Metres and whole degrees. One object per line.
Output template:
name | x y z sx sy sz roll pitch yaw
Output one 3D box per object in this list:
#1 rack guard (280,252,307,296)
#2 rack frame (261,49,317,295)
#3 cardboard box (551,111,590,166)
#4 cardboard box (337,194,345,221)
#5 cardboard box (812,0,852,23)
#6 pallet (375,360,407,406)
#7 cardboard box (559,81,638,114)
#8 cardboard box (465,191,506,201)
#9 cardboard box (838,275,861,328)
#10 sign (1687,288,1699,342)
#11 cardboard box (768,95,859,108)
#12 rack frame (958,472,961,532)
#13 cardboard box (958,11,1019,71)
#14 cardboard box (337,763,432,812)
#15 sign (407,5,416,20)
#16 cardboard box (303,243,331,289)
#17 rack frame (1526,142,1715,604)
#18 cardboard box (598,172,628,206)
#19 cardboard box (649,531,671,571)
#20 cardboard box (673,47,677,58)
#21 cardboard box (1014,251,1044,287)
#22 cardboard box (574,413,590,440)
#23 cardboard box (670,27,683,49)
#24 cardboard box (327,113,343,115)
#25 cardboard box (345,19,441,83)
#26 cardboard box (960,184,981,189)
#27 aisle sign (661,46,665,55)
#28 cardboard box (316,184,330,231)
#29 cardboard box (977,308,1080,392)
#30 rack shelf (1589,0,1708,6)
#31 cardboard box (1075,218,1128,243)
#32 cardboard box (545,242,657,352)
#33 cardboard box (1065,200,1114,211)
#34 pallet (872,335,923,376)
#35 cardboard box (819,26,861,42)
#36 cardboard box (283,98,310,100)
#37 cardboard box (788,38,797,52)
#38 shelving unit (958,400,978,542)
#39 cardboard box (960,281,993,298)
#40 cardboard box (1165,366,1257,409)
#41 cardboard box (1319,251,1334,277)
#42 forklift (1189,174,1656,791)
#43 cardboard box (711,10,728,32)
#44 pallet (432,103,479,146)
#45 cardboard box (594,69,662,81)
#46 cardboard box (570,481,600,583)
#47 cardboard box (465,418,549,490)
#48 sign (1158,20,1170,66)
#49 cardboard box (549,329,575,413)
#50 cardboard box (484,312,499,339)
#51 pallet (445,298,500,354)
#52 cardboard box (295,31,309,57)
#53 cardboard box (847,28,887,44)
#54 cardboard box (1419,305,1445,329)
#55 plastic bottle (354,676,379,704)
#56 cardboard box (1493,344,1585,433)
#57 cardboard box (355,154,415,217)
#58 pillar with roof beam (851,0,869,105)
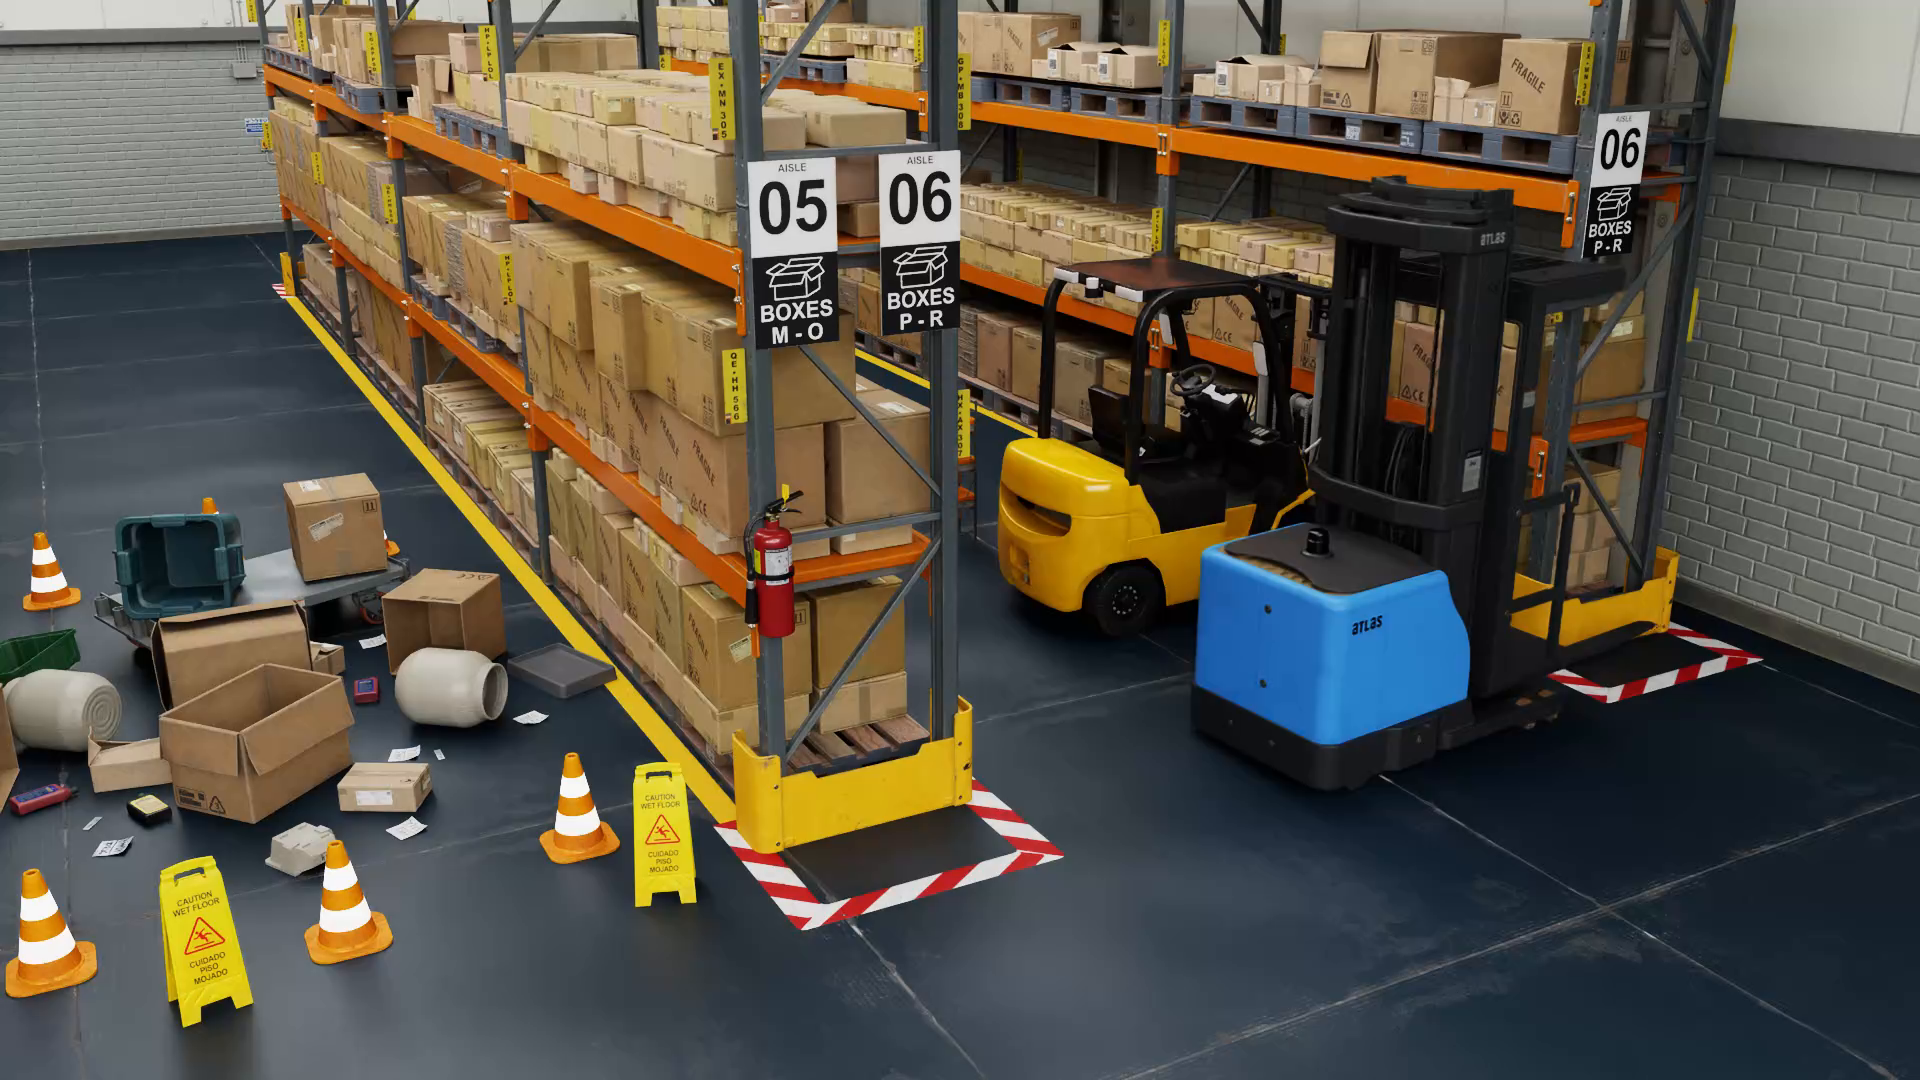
rack guard | -8.085 -3.466 21.410 1.175 0.500 0.348 -10 21 -27
rack frame | -8.074 -4.641 20.982 1.000 3.000 0.127 -10 21 -27
cardboard box | -1.928 -2.223 9.150 0.500 0.250 0.500 -10 21 -26
cardboard box | -5.941 -3.343 16.684 0.500 0.250 0.500 -10 21 -26
cardboard box | -1.447 -5.996 18.808 0.396 0.266 0.258 -10 21 -27
pallet | -5.158 -1.614 16.485 1.003 0.211 1.213 -10 21 -27
cardboard box | -1.983 -2.441 9.171 0.380 0.149 0.250 -11 22 -28
cardboard box | -3.814 -2.643 13.940 0.500 0.500 0.500 -11 22 -28
cardboard box | -1.040 -2.661 18.432 0.500 0.500 0.500 -11 22 -29
sign | 4.382 -1.349 9.993 0.100 0.325 0.005 -10 21 -27
cardboard box | -0.717 -2.092 8.161 0.380 0.149 0.250 -10 21 -27
rack frame | -0.083 -0.547 12.106 0.200 1.050 0.008 -10 21 -27
cardboard box | 0.221 -4.580 15.256 0.500 0.500 0.500 -10 21 -26
cardboard box | -2.876 1.237 8.320 0.380 0.149 0.250 1 19 2
sign | -5.701 -5.391 17.281 0.100 0.325 0.005 -10 21 -27
cardboard box | -7.672 -3.454 20.828 0.875 0.438 0.875 -11 22 -28
rack frame | 3.891 -0.818 9.903 1.000 3.000 0.127 -10 21 -27
cardboard box | -1.660 -1.840 8.652 0.380 0.149 0.250 -10 22 -27
cardboard box | -1.436 0.035 8.859 0.380 0.149 0.250 -10 21 -26
cardboard box | -3.613 -6.511 22.189 0.380 0.149 0.250 -10 21 -26
cardboard box | 0.817 -2.437 14.826 0.500 0.250 0.500 -9 21 -25
cardboard box | -2.103 -0.725 10.019 0.380 0.149 0.250 -9 21 -25
cardboard box | -3.477 -6.586 21.795 0.500 0.250 0.500 -10 21 -26
cardboard box | -6.740 -4.524 17.963 0.380 0.149 0.250 -10 21 -27
cardboard box | -4.912 -4.263 14.491 0.700 0.500 0.500 -11 22 -29
cardboard box | -0.016 -3.331 16.039 0.380 0.149 0.250 -9 21 -25
aisle sign | -3.998 -6.614 22.714 0.394 0.787 0.004 -10 21 -27
cardboard box | -6.619 -3.633 17.909 0.500 0.500 0.500 -10 21 -26
cardboard box | 0.693 -1.823 15.812 0.875 0.625 0.625 -9 21 -25
rack shelf | 2.941 -3.699 10.771 1.077 0.370 4.000 -10 21 -27
cardboard box | 1.184 -2.588 13.886 0.380 0.149 0.250 -11 22 -28
cardboard box | -1.919 -1.398 9.443 0.700 0.500 0.500 -11 22 -28
cardboard box | 1.170 -2.968 14.988 0.380 0.149 0.250 -9 21 -25
pallet | -0.229 -2.016 17.651 1.003 0.211 1.213 -10 21 -27
cardboard box | -1.269 -5.362 17.604 0.380 0.149 0.250 -10 21 -26
cardboard box | -7.962 -5.258 20.091 0.380 0.149 0.250 -9 21 -25
cardboard box | -1.672 -5.437 18.279 0.380 0.149 0.250 -10 21 -26
shelving unit | -0.025 -0.512 12.005 0.215 1.050 0.252 -10 21 -27
cardboard box | 0.118 -2.636 17.365 0.380 0.149 0.250 -9 21 -24
cardboard box | 1.945 -1.150 12.904 0.500 0.250 0.500 -10 22 -27
cardboard box | 2.697 -1.897 11.426 0.380 0.149 0.250 -10 21 -26
forklift | 2.749 -0.478 9.023 3.031 2.935 1.130 -13 23 -33
cardboard box | -2.741 -6.385 20.446 0.500 0.250 0.500 -10 21 -26
pallet | -3.070 -3.016 11.963 1.213 0.211 1.003 -10 21 -27
cardboard box | -2.033 -2.815 10.255 0.380 0.149 0.250 -9 21 -26
cardboard box | -2.068 -0.086 10.205 0.500 0.500 0.500 -9 21 -24
cardboard box | -3.303 -0.708 12.969 0.950 0.372 0.625 -9 21 -25
sign | 1.518 -3.690 12.354 0.100 0.325 0.005 -10 21 -27
cardboard box | -2.153 -1.074 10.036 0.500 0.500 0.500 -10 21 -27
cardboard box | -3.126 -1.528 11.702 0.380 0.149 0.250 -10 22 -28
pallet | -3.299 -1.692 12.730 1.003 0.211 1.213 -10 21 -27
cardboard box | -6.759 -5.227 17.490 0.396 0.266 0.258 -9 21 -25
cardboard box | -0.948 -5.216 17.212 0.380 0.149 0.250 -10 21 -26
cardboard box | 3.155 -1.453 10.597 0.380 0.149 0.250 -10 21 -27
plastic bottle | -3.413 0.854 9.563 0.133 0.061 0.283 -6 20 -17
cardboard box | 3.426 -0.966 10.178 0.500 0.500 0.500 -11 22 -28
cardboard box | -5.231 -3.262 15.300 0.500 0.500 0.500 -10 21 -27
pillar with roof beam | -5.134 -6.771 17.959 9.100 9.000 0.400 -10 21 -27
